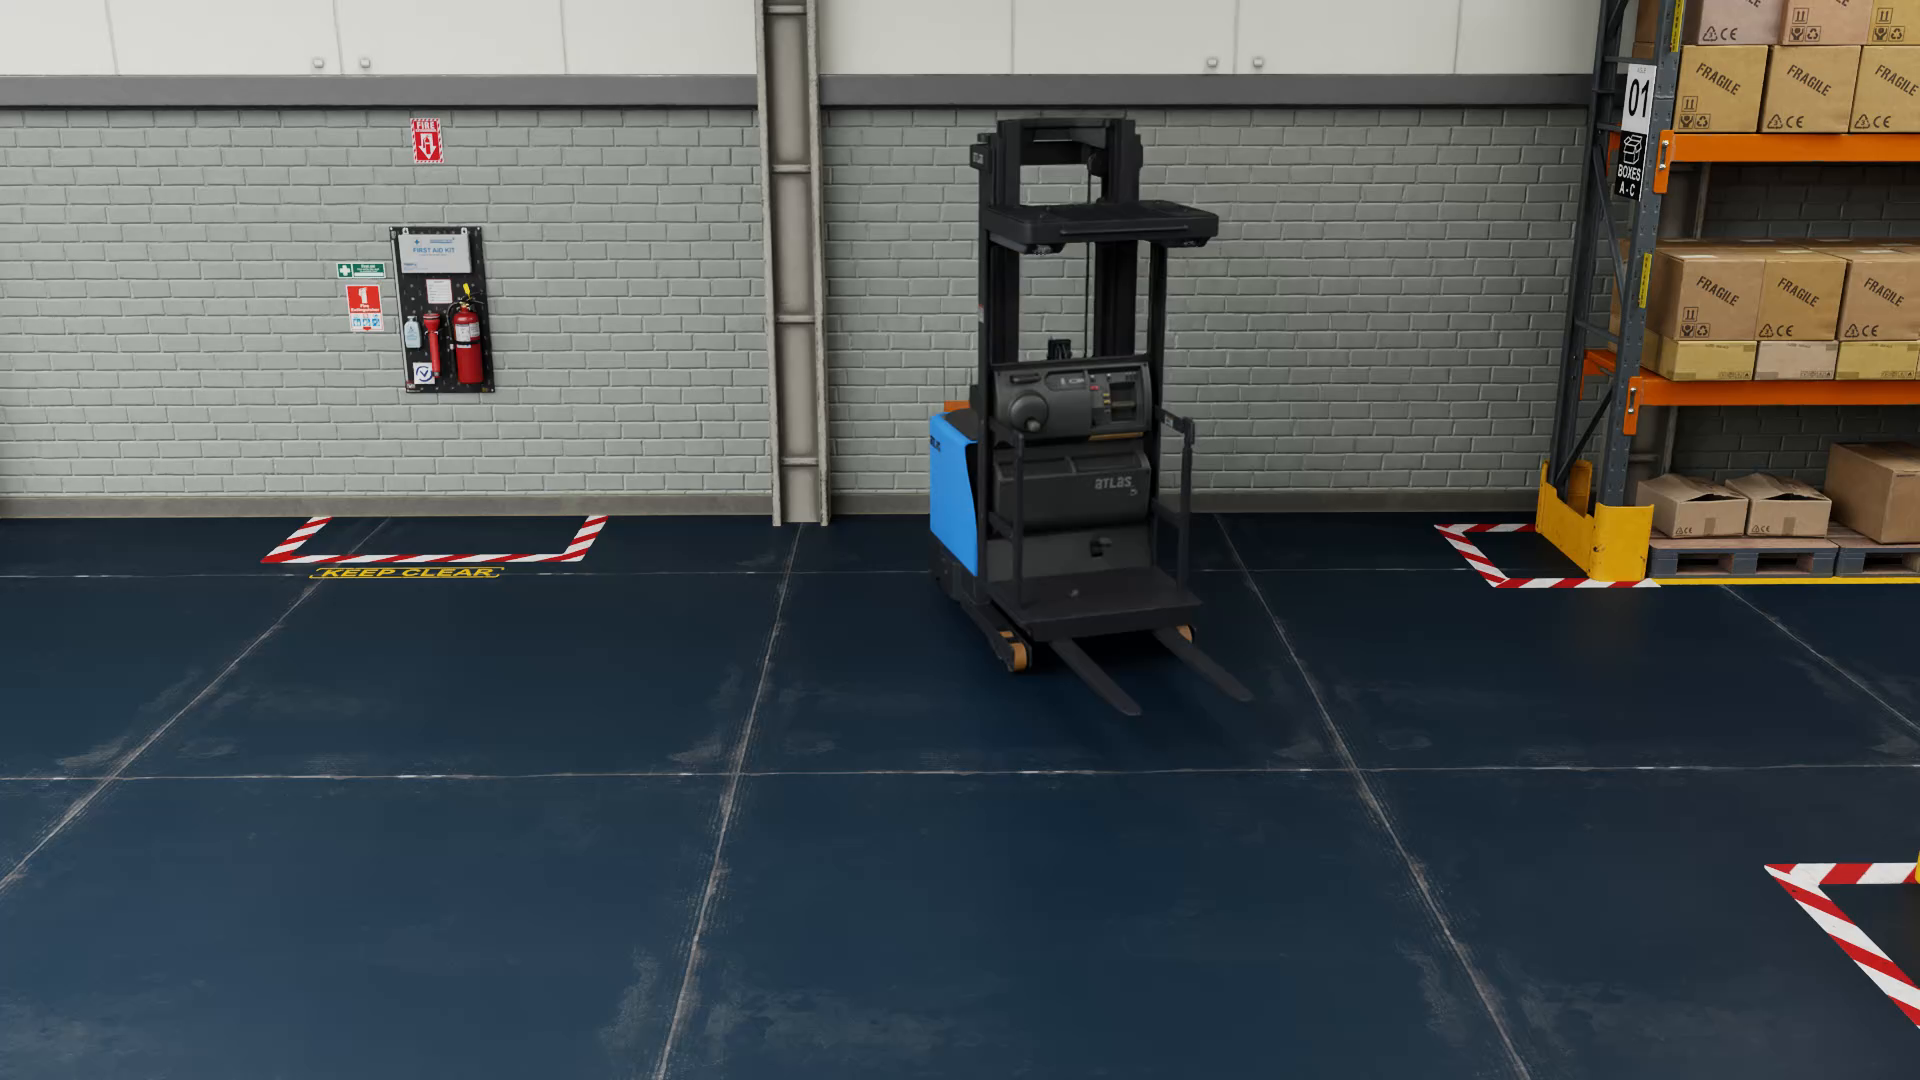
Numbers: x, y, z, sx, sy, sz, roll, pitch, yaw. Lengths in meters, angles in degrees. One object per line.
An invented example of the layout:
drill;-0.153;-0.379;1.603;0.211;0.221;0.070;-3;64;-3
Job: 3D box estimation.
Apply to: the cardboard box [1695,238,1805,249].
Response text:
cardboard box;5.146;-1.700;10.923;0.500;0.500;0.500;0;18;0

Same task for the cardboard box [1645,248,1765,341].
cardboard box;4.656;-1.544;10.436;0.500;0.500;0.500;0;18;-1

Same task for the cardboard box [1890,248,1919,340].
cardboard box;6.183;-1.550;10.455;0.500;0.500;0.500;0;18;1

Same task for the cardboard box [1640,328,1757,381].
cardboard box;4.667;-1.182;10.534;0.500;0.250;0.500;-1;18;-2

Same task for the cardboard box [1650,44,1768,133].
cardboard box;4.513;-2.749;10.100;0.500;0.500;0.500;0;18;1

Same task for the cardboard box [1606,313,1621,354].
cardboard box;4.639;-1.338;11.021;0.500;0.250;0.500;0;18;0

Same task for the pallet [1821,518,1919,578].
pallet;6.280;-0.009;11.231;1.213;0.211;1.003;0;18;-1

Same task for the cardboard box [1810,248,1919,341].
cardboard box;5.667;-1.544;10.436;0.500;0.500;0.500;-1;18;-3

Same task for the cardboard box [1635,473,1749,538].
cardboard box;4.868;-0.244;11.078;0.500;0.311;0.500;-2;18;-7

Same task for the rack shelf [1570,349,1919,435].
rack shelf;6.174;-1.006;10.950;4.000;0.370;1.077;0;18;-1

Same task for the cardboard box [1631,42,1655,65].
cardboard box;4.588;-2.903;10.580;0.500;0.500;0.500;1;18;3

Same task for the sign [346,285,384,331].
sign;-4.165;-1.623;11.637;0.234;0.329;0.001;0;18;-1

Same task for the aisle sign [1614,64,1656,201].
aisle sign;4.107;-2.484;10.126;0.004;0.787;0.394;0;18;-1

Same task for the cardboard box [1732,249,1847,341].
cardboard box;5.151;-1.544;10.434;0.500;0.500;0.500;0;18;-1

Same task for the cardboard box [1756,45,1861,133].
cardboard box;5.050;-2.741;10.074;0.500;0.500;0.500;1;18;3

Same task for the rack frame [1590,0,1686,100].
rack frame;4.174;-4.195;9.893;0.127;3.000;1.000;0;18;-1

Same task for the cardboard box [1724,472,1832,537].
cardboard box;5.438;-0.246;11.086;0.500;0.311;0.500;1;18;4

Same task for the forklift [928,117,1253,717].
forklift;0.709;-0.796;9.230;1.130;2.935;3.031;-5;19;-16

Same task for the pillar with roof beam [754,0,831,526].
pillar with roof beam;-1.071;-3.119;6.538;0.400;9.000;9.100;0;18;-1

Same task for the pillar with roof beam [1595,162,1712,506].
pillar with roof beam;4.929;-3.148;6.629;0.400;9.000;9.100;0;18;-1

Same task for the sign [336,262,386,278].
sign;-4.160;-1.872;11.548;0.331;0.109;0.001;0;18;-1

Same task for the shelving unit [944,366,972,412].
shelving unit;-0.014;-0.571;11.364;0.189;1.200;0.258;0;18;-1

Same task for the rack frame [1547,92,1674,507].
rack frame;4.174;-1.339;10.810;0.127;3.000;1.000;0;18;-1

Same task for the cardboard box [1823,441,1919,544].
cardboard box;6.172;-0.325;11.021;0.500;0.500;0.700;-1;18;-4

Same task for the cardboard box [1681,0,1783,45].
cardboard box;4.563;-3.228;9.955;0.500;0.500;0.500;-2;18;-5

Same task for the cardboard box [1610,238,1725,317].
cardboard box;4.642;-1.701;10.924;0.500;0.500;0.500;0;18;-1

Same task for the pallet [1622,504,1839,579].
pallet;5.063;-0.004;11.215;1.213;0.211;1.003;0;18;-1

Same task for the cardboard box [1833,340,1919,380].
cardboard box;5.696;-1.190;10.558;0.500;0.250;0.500;-1;18;-2

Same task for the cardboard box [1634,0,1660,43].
cardboard box;4.601;-3.382;10.436;0.500;0.500;0.500;1;18;2

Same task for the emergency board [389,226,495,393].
emergency board;-3.610;-1.577;11.553;0.643;1.169;0.194;0;18;-1

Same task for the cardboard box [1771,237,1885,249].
cardboard box;5.663;-1.704;10.934;0.500;0.500;0.500;-1;18;-2

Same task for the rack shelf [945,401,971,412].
rack shelf;-0.014;-0.872;11.268;0.180;0.103;0.258;0;18;-1

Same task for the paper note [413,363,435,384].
paper note;-3.788;-1.178;11.750;0.142;0.148;0.016;0;18;-1

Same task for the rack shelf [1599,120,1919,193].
rack shelf;6.174;-2.434;10.491;4.000;0.370;1.077;0;18;-1

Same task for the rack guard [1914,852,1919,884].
rack guard;4.232;1.365;6.475;0.348;0.500;1.175;0;18;-1

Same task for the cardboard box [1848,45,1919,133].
cardboard box;5.569;-2.745;10.086;0.500;0.500;0.500;1;18;2

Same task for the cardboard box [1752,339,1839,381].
cardboard box;5.186;-1.189;10.556;0.500;0.250;0.500;-1;18;-3

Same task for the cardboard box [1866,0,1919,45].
cardboard box;5.578;-3.221;9.933;0.500;0.500;0.500;0;18;1

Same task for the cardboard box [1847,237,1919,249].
cardboard box;6.166;-1.707;10.942;0.500;0.500;0.500;0;18;0

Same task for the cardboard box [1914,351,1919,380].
cardboard box;6.201;-1.191;10.563;0.500;0.250;0.500;0;18;0

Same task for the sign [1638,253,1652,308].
sign;4.183;-1.585;10.161;0.005;0.325;0.100;0;18;-1

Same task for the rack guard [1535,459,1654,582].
rack guard;4.250;-0.149;11.193;0.348;0.500;1.175;0;18;-1

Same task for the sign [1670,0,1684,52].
sign;4.183;-3.017;9.701;0.005;0.325;0.100;0;18;-1

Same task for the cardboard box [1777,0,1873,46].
cardboard box;5.066;-3.215;9.914;0.500;0.500;0.500;0;18;-1

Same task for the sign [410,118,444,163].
sign;-3.620;-2.711;11.293;0.199;0.298;0.001;0;18;-1
